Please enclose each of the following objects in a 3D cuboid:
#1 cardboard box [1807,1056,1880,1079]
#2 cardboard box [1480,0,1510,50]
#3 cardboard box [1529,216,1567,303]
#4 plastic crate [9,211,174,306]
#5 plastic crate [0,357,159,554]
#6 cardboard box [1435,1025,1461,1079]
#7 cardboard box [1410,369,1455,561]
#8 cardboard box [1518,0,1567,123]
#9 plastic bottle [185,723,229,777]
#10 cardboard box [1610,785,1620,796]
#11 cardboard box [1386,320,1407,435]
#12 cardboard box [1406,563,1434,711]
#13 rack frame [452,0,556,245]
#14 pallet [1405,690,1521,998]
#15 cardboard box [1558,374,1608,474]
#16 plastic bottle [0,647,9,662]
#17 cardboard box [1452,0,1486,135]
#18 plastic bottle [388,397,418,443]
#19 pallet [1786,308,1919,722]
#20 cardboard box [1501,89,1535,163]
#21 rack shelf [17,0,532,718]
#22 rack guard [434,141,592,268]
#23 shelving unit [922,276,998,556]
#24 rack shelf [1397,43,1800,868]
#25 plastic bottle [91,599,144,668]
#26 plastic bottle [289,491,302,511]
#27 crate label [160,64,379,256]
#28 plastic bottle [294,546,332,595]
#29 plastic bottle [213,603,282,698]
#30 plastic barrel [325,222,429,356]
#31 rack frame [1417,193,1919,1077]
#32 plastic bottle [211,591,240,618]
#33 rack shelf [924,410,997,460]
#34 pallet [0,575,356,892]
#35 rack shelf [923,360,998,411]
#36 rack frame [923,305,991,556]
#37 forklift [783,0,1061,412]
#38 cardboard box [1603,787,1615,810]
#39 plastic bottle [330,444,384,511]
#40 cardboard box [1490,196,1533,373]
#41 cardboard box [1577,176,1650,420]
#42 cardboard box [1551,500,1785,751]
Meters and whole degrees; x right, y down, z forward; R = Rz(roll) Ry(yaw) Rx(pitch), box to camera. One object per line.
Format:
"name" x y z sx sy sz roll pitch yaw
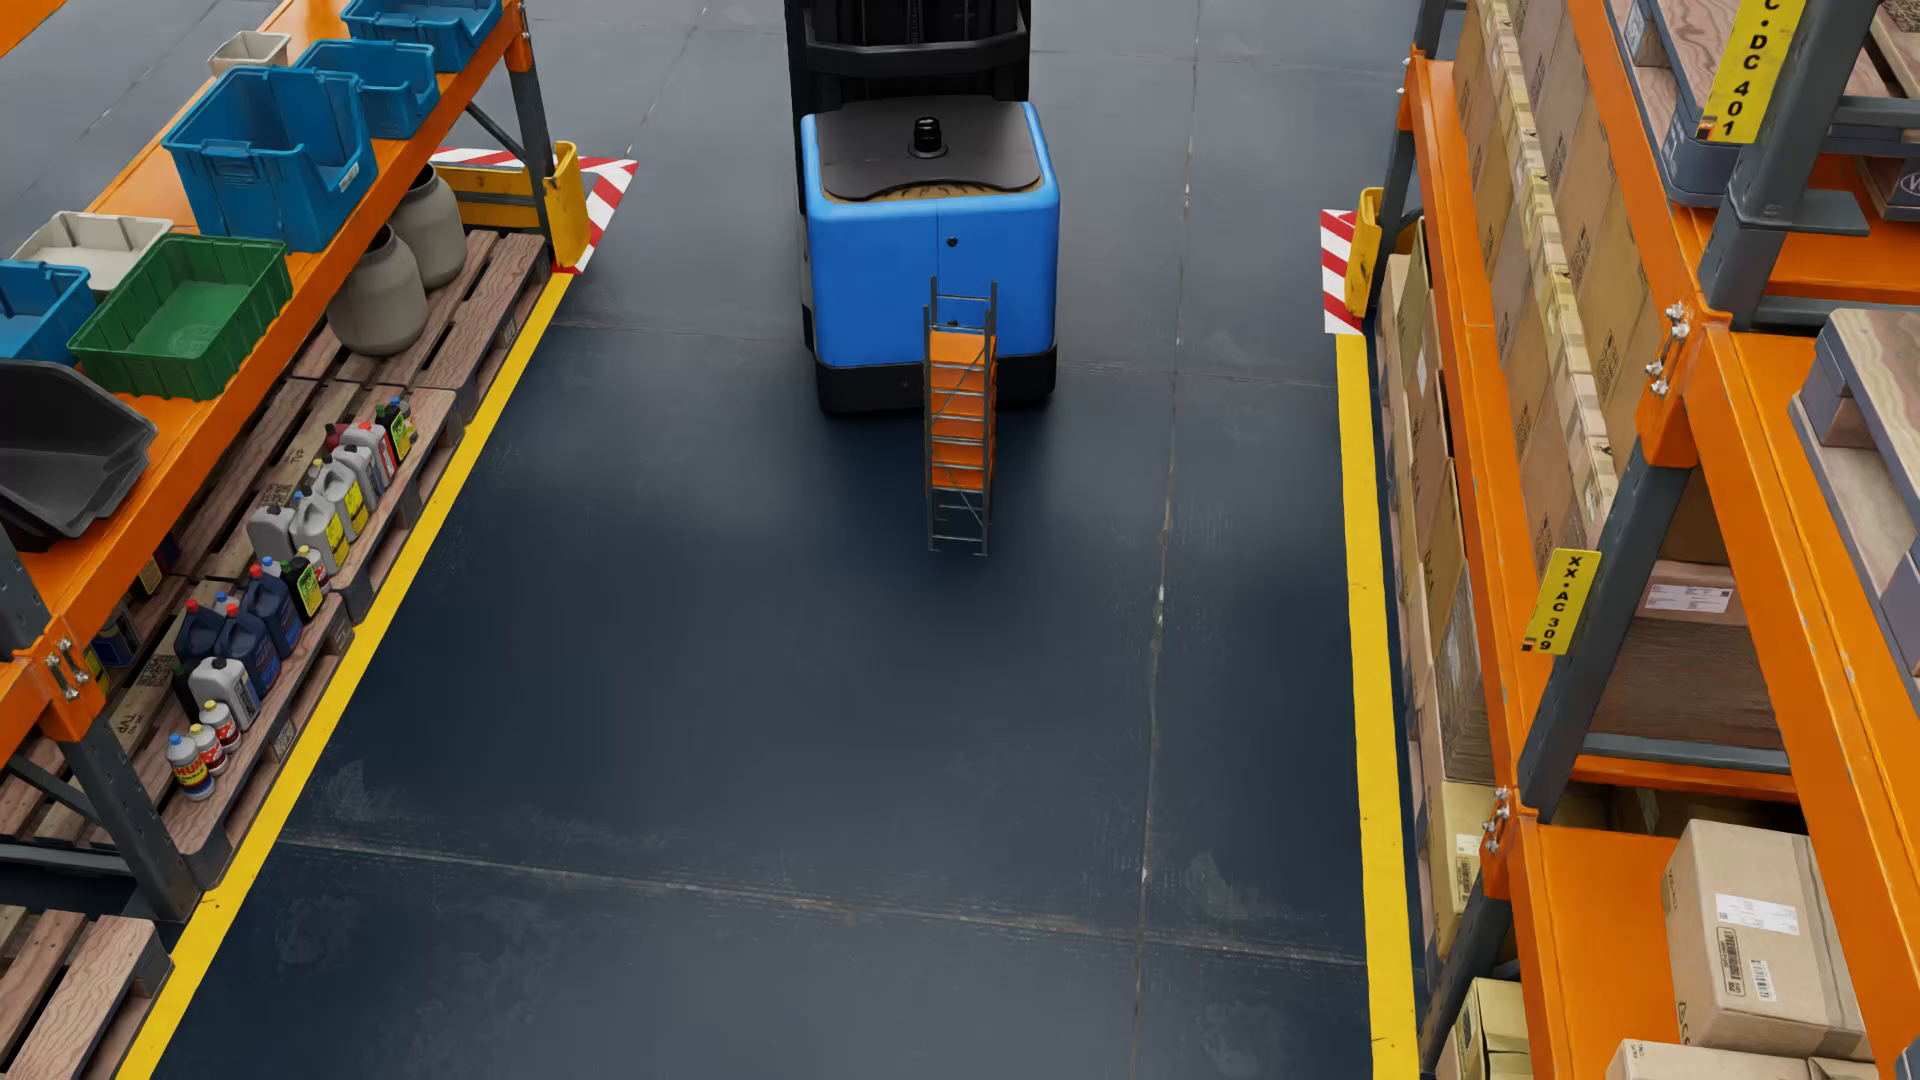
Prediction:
"cardboard box" 1.963 1.198 3.401 0.396 0.266 0.258 4 44 4
"cardboard box" 2.094 -1.866 5.995 0.380 0.149 0.250 5 44 6
"cardboard box" 1.890 -0.808 4.878 0.380 0.149 0.250 6 44 7
"plastic crate" -3.048 -0.953 5.767 0.530 0.136 0.437 5 44 6
"plastic crate" -2.817 -0.242 4.869 0.767 0.338 0.504 5 44 6
"cardboard box" 1.599 1.632 4.539 0.500 0.250 0.500 4 44 5
"cardboard box" 1.934 -0.252 5.983 0.500 0.500 0.500 5 44 6
"cardboard box" 2.215 -1.644 5.289 0.700 0.500 0.500 5 44 6
"plastic bottle" -2.522 0.691 5.554 0.097 0.201 0.097 0 43 0
"cardboard box" 2.327 0.478 5.212 0.500 0.500 0.500 5 44 6
"cardboard box" 2.072 -0.660 6.960 0.500 0.250 0.500 5 44 6
"cardboard box" 1.870 0.362 5.881 0.500 0.250 0.500 5 44 6
"rack frame" -2.483 -2.645 7.362 1.000 3.000 0.127 5 44 6
"pallet" 2.044 1.008 5.532 1.003 0.211 1.213 5 44 6
"cardboard box" 1.788 -0.290 4.330 0.380 0.149 0.250 4 44 4
"plastic bottle" -3.212 0.418 5.734 0.144 0.351 0.185 4 44 4
"cardboard box" 2.352 -1.912 6.515 0.700 0.500 0.500 5 44 6
"plastic bottle" -2.291 -0.497 6.809 0.097 0.201 0.097 0 43 0
"pallet" 1.794 0.116 2.403 0.805 0.209 1.217 4 44 4
"cardboard box" 1.993 -1.339 5.438 0.380 0.149 0.250 5 44 5
"rack shelf" -2.748 -1.021 6.170 1.077 0.370 4.000 5 44 6
"rack guard" -2.447 -1.682 8.162 1.175 0.500 0.348 5 44 6
"shelving unit" 0.002 -0.446 6.348 0.258 1.200 0.189 5 44 6
"rack shelf" 2.162 -0.568 5.692 1.077 0.370 4.000 5 44 6
"plastic bottle" -3.037 0.310 5.901 0.152 0.276 0.135 5 44 6
"plastic bottle" -2.514 -0.102 6.391 0.097 0.201 0.097 0 43 0
"crate label" -2.458 -1.379 5.999 0.502 0.435 0.616 5 44 6
"plastic bottle" -2.408 0.105 6.172 0.097 0.201 0.097 0 43 0
"plastic bottle" -2.494 0.370 5.784 0.144 0.351 0.185 6 44 7
"plastic barrel" -2.561 -1.097 7.231 0.421 0.512 0.421 0 43 0
"rack frame" 1.897 0.534 4.005 1.000 3.000 0.127 5 44 6
"plastic bottle" -2.594 0.290 5.927 0.097 0.271 0.097 0 43 0
"rack shelf" 0.002 -0.413 6.378 0.258 0.103 0.180 5 44 6
"pallet" -2.882 0.639 5.921 1.003 0.211 1.213 5 44 6
"rack shelf" 0.002 -0.588 6.213 0.258 0.103 0.180 5 44 6
"rack frame" -0.010 -0.383 6.282 0.240 1.200 0.006 5 44 6
"forklift" -0.258 -2.633 7.400 1.130 2.935 3.031 -4 44 -5
"cardboard box" 2.330 0.751 5.470 0.500 0.250 0.500 5 44 6
"plastic bottle" -2.370 -0.261 6.505 0.152 0.276 0.135 4 44 4
"cardboard box" 2.150 -0.857 5.400 0.700 0.500 0.500 6 44 7
"cardboard box" 2.015 -0.621 4.208 0.700 0.500 0.500 5 44 5
"cardboard box" 1.950 0.194 4.290 0.700 0.500 0.500 4 44 4
